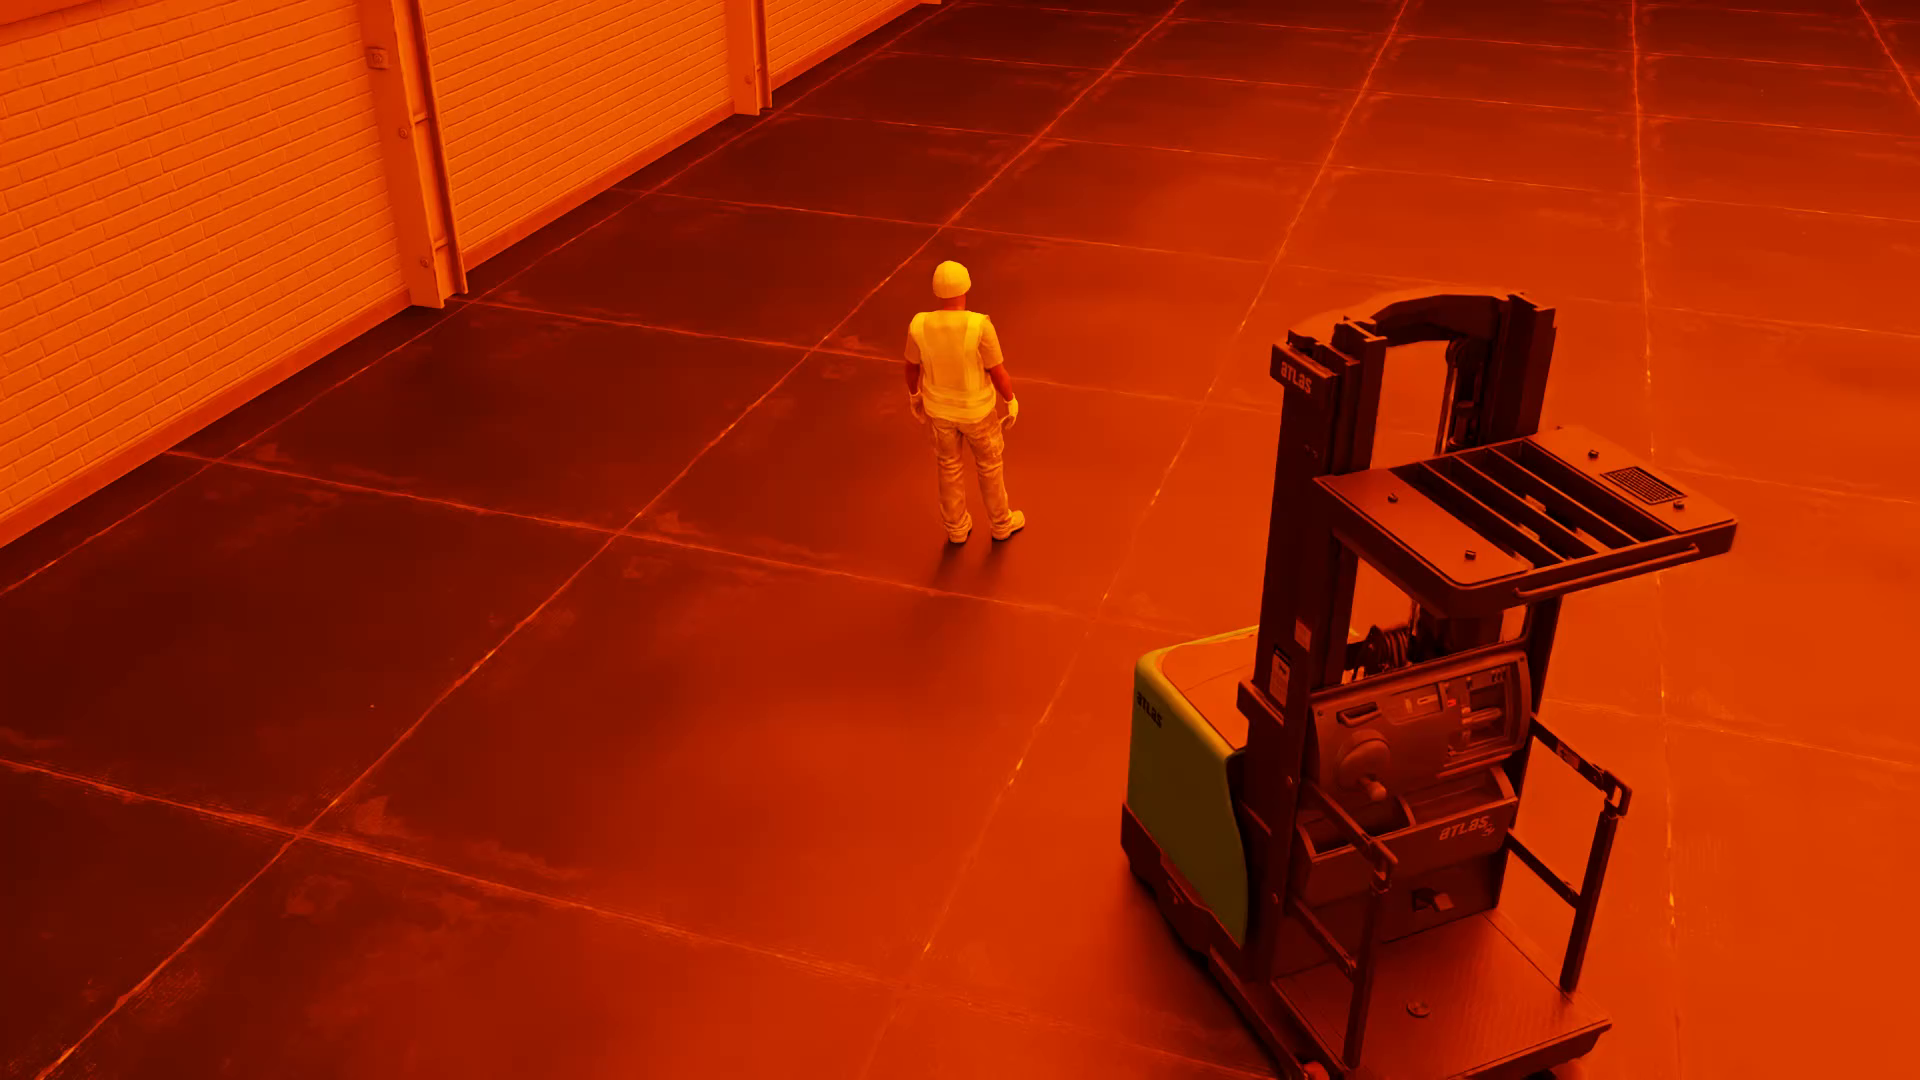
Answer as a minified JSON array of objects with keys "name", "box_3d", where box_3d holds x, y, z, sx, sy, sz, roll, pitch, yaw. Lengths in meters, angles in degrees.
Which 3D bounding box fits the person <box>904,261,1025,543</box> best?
[{"name":"person","box_3d":[0.031,-0.814,9.708,0.657,1.785,0.575,10,31,16]}]

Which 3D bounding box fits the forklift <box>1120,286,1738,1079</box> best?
[{"name":"forklift","box_3d":[1.767,0.724,5.866,1.130,2.935,3.031,-12,32,-20]}]
